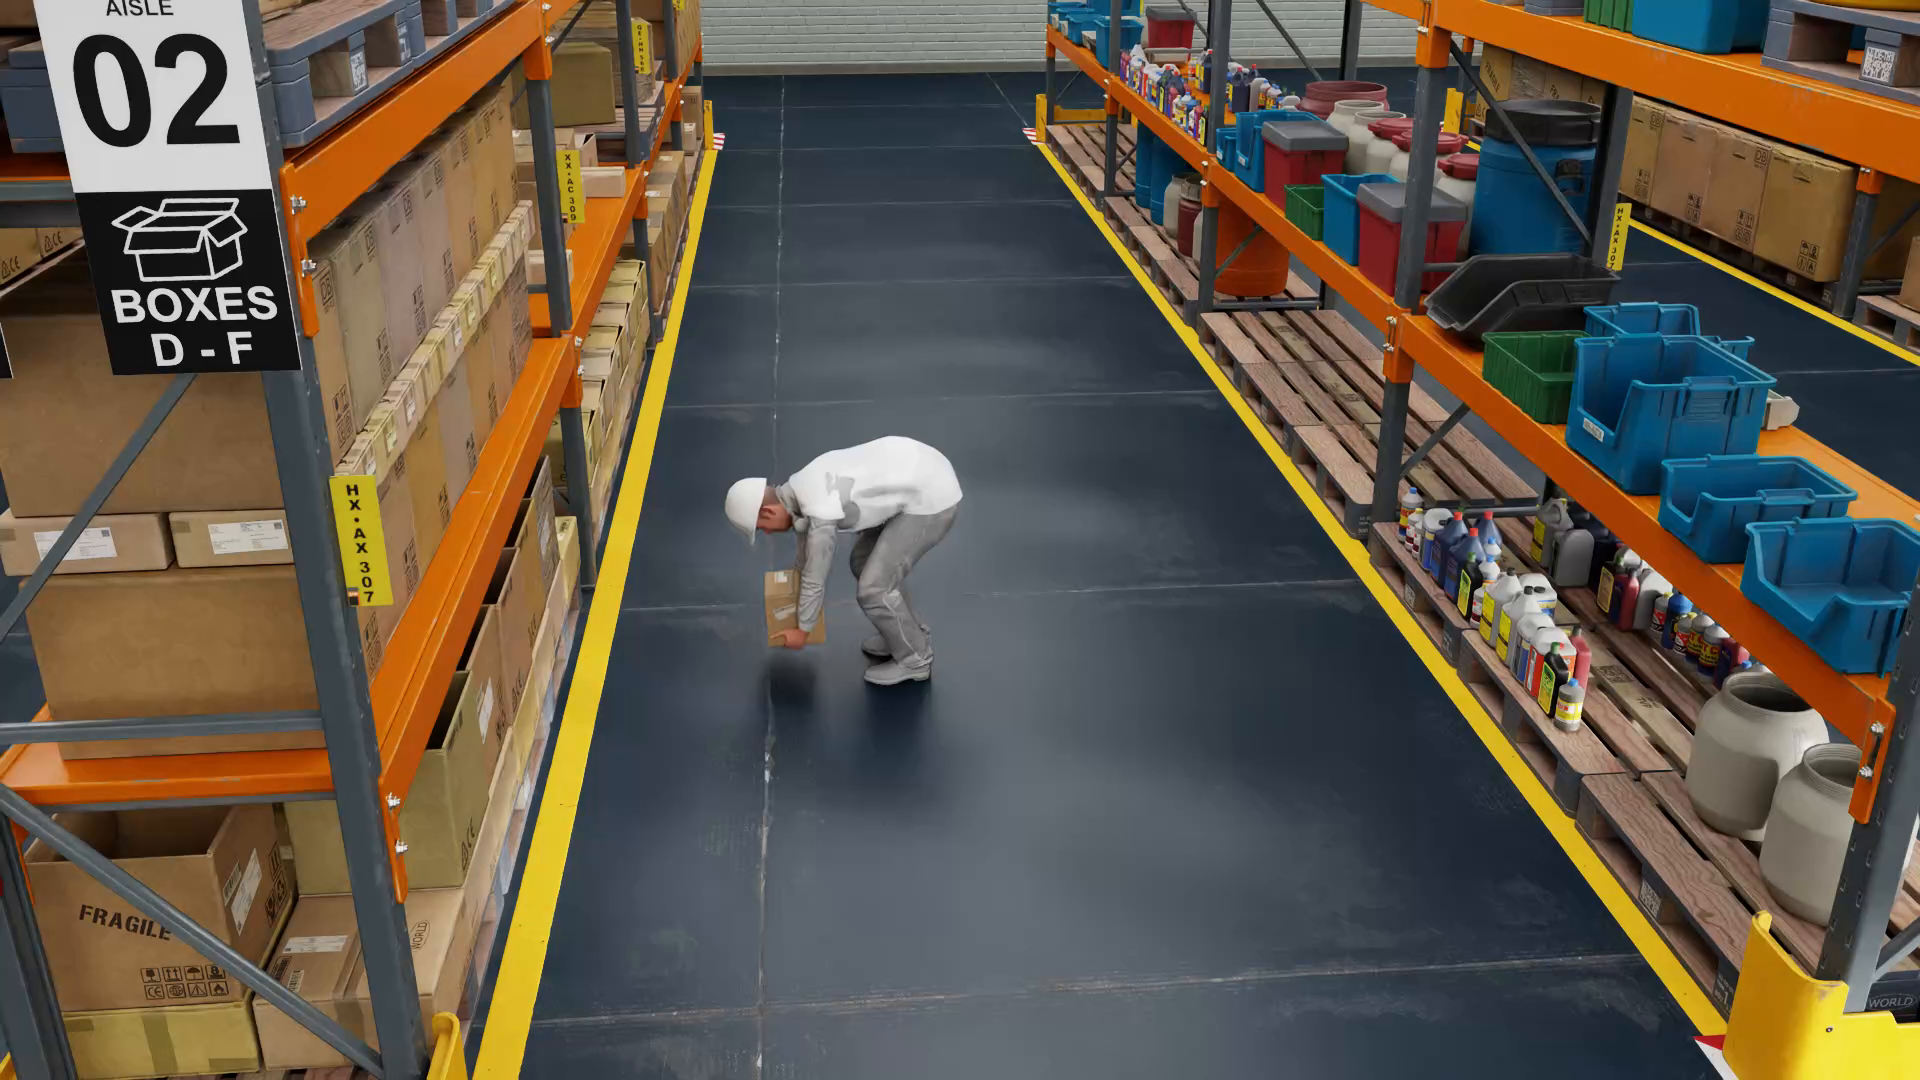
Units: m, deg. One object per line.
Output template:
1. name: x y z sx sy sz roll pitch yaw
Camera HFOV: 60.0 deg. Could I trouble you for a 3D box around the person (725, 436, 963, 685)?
1. person: -0.500 0.085 7.255 1.009 1.066 0.489 -3 24 -7
